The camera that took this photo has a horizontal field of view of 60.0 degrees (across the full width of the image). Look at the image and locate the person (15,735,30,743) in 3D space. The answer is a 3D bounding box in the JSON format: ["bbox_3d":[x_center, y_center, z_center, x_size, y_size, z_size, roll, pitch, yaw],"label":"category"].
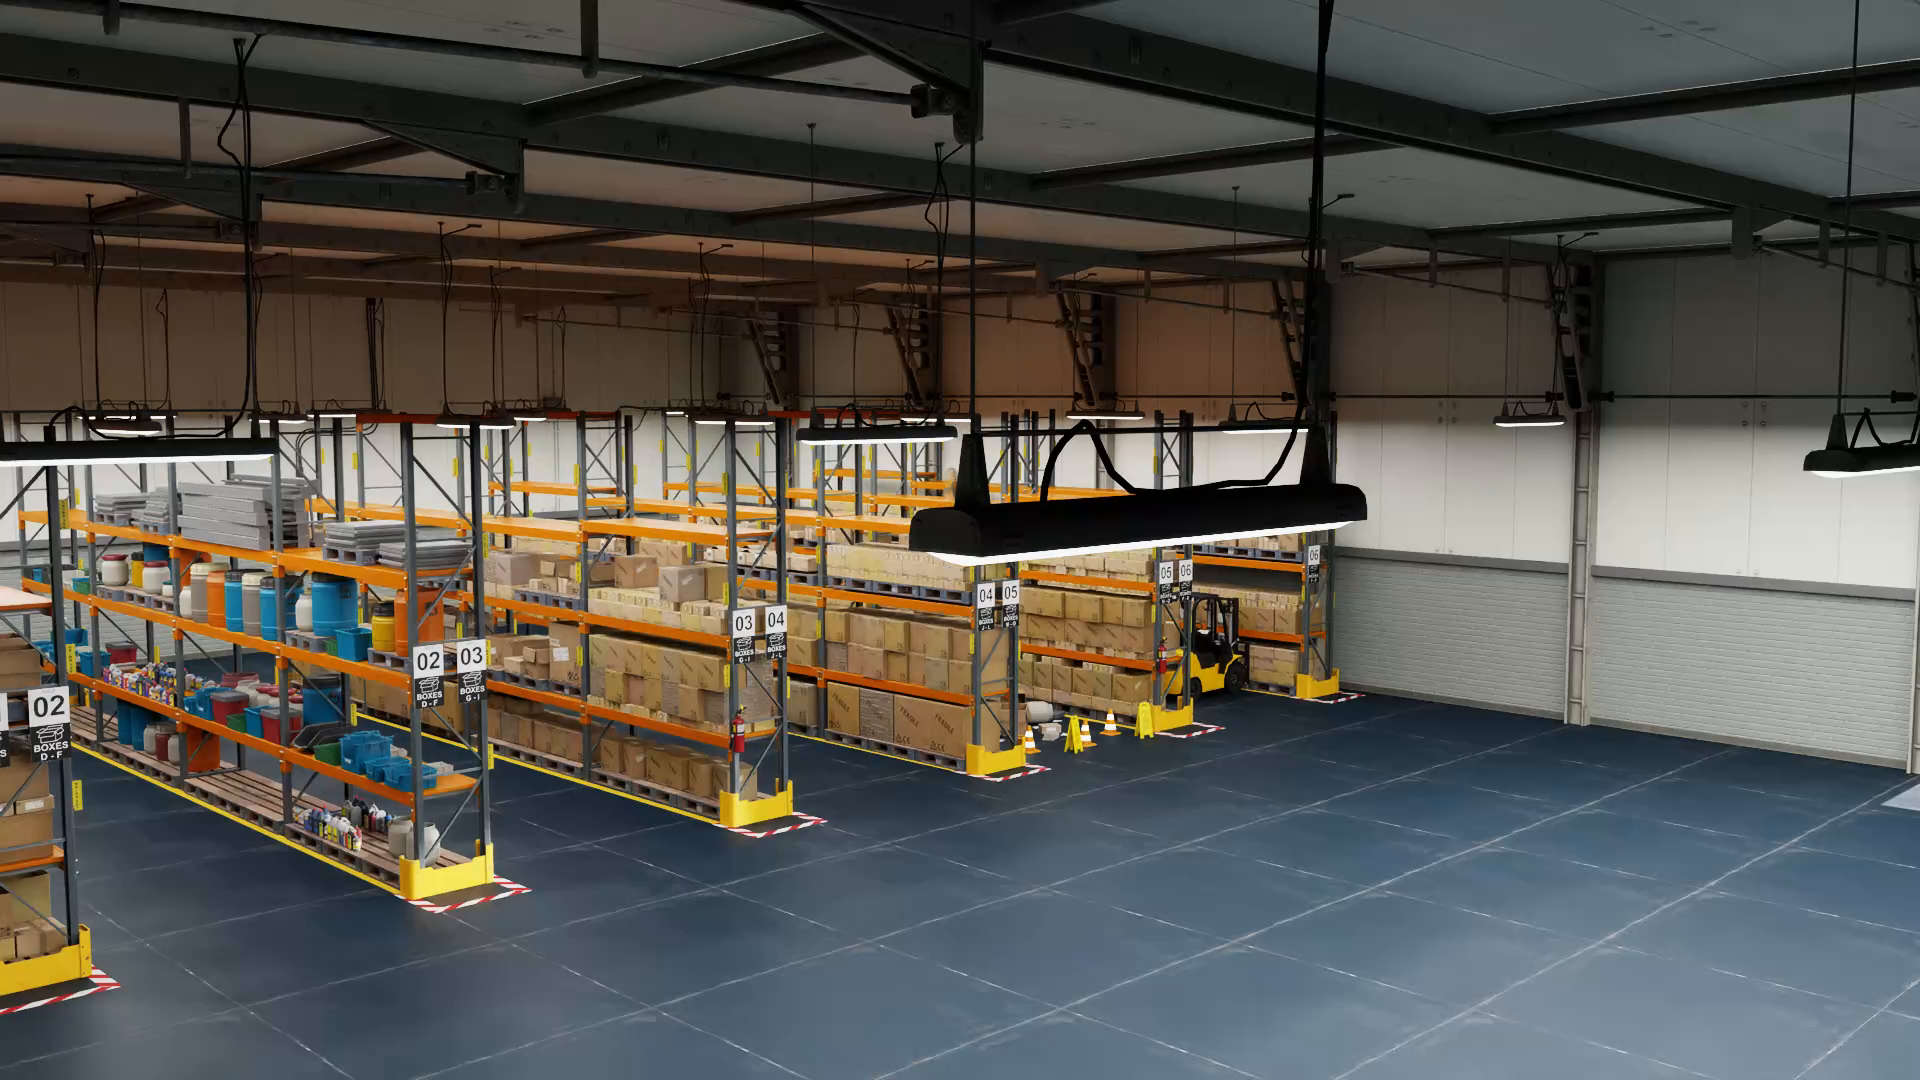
[{"bbox_3d":[-14.560,3.253,25.634,0.851,1.737,0.581,3,6,29],"label":"person"}]
